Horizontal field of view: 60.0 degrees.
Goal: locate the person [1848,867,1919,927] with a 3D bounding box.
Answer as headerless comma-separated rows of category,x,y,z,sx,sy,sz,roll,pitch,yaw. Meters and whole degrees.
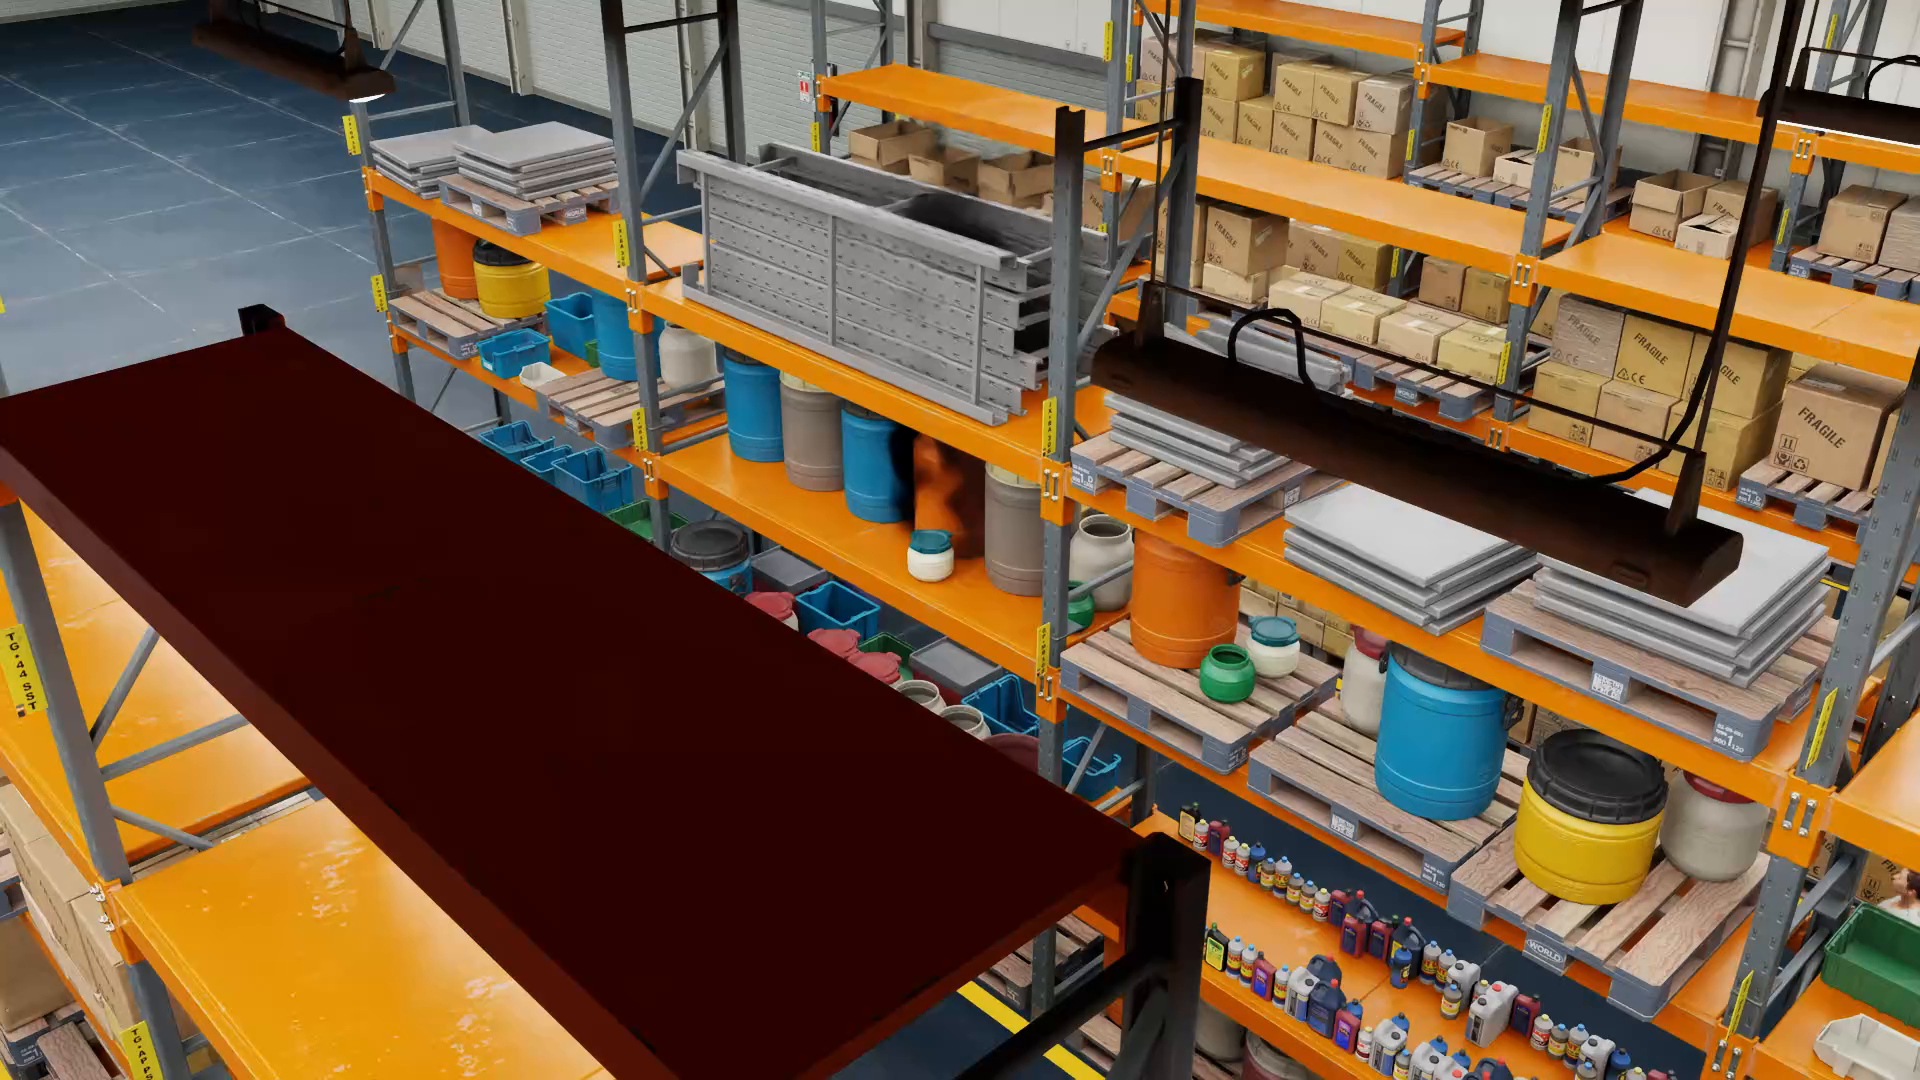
person,5.642,2.657,10.114,0.956,1.684,0.566,22,35,34

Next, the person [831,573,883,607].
person,-0.962,-0.019,15.003,0.813,1.608,0.620,20,34,33
